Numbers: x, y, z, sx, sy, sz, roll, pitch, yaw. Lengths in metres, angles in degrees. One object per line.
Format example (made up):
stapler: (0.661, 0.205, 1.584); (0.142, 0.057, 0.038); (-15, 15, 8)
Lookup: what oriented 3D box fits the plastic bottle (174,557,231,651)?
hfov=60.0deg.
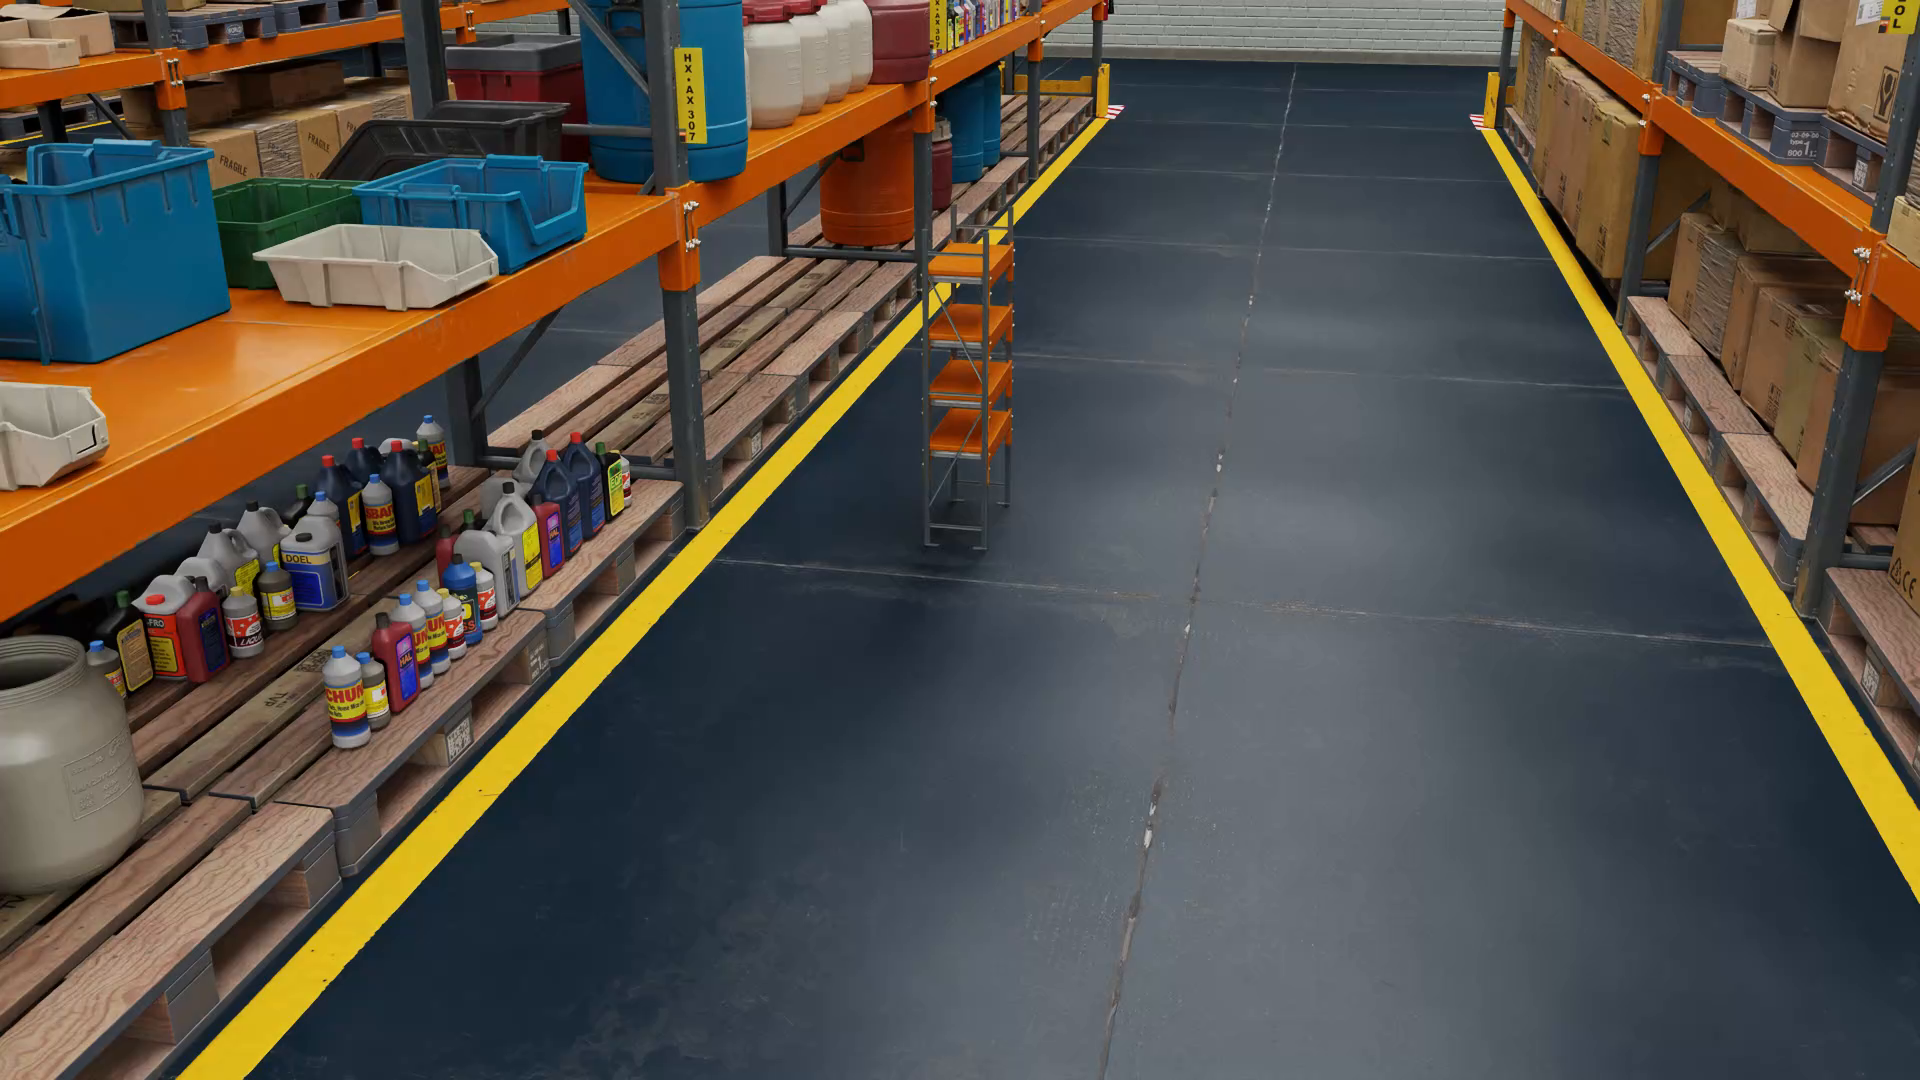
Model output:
plastic bottle: (-2.246, 0.198, 4.903); (0.152, 0.276, 0.135); (4, 22, 9)

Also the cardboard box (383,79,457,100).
cardboard box: (-4.518, -3.625, 14.096); (0.500, 0.500, 0.500); (4, 22, 11)

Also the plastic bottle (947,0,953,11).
plastic bottle: (-0.118, -3.579, 11.292); (0.144, 0.351, 0.185); (4, 22, 11)

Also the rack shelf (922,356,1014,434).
rack shelf: (0.034, -0.555, 6.305); (0.258, 0.148, 0.480); (4, 22, 11)

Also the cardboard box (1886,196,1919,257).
cardboard box: (3.028, -0.928, 4.979); (0.380, 0.149, 0.250); (4, 22, 11)

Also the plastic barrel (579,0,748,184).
plastic barrel: (-1.107, -1.829, 6.208); (0.600, 0.901, 0.708); (4, 22, 11)

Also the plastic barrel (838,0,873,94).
plastic barrel: (-0.667, -2.600, 8.645); (0.421, 0.512, 0.421); (0, 22, 0)

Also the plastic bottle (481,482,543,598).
plastic bottle: (-1.437, -0.008, 5.314); (0.144, 0.351, 0.185); (4, 22, 11)

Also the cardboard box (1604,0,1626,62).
cardboard box: (4.251, -3.181, 10.103); (0.500, 0.500, 0.500); (4, 22, 9)

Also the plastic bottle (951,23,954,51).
plastic bottle: (-0.089, -3.241, 10.651); (0.097, 0.201, 0.097); (0, 22, 0)

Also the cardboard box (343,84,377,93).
cardboard box: (-5.133, -3.473, 13.719); (0.500, 0.500, 0.500); (5, 22, 12)

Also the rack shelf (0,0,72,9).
rack shelf: (-9.140, -5.557, 17.099); (1.077, 0.370, 4.000); (4, 22, 11)

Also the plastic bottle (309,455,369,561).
plastic bottle: (-2.092, -0.121, 5.595); (0.144, 0.351, 0.185); (4, 22, 9)

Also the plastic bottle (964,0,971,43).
plastic bottle: (0.025, -3.477, 11.145); (0.097, 0.271, 0.097); (0, 22, 0)

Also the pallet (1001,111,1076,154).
pallet: (0.509, -3.830, 15.580); (1.003, 0.211, 1.213); (4, 22, 11)

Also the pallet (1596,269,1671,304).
pallet: (4.417, -1.552, 9.926); (1.003, 0.211, 1.213); (4, 22, 11)

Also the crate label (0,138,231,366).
crate label: (-2.188, -0.725, 4.092); (0.502, 0.435, 0.616); (4, 22, 11)

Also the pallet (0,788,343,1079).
pallet: (-2.158, 0.950, 3.711); (1.003, 0.211, 1.213); (4, 22, 11)

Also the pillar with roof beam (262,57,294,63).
pillar with roof beam: (-4.814, -10.130, 19.460); (9.100, 9.000, 0.400); (4, 22, 11)

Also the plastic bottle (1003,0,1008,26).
plastic bottle: (0.283, -4.020, 12.385); (0.144, 0.351, 0.185); (4, 22, 11)

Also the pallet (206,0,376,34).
pallet: (-5.122, -3.942, 12.384); (1.003, 0.211, 1.213); (4, 22, 11)

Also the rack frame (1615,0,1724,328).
rack frame: (4.183, -2.563, 8.703); (1.000, 3.000, 0.127); (4, 22, 11)

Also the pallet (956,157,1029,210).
pallet: (-0.048, -2.831, 13.101); (1.003, 0.211, 1.213); (4, 22, 11)

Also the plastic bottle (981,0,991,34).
plastic bottle: (0.134, -3.725, 11.754); (0.152, 0.276, 0.135); (4, 22, 11)

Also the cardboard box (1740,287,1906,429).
cardboard box: (3.742, -0.746, 6.947); (0.700, 0.500, 0.500); (3, 22, 6)

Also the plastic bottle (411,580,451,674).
plastic bottle: (-1.533, 0.245, 4.793); (0.097, 0.271, 0.097); (0, 22, 0)

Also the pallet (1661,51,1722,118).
pallet: (4.142, -2.206, 8.072); (1.213, 0.211, 1.003); (4, 22, 11)

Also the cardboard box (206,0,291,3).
cardboard box: (-5.123, -4.120, 11.872); (0.700, 0.500, 0.500); (9, 24, 21)

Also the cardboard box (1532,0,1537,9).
cardboard box: (5.002, -4.516, 13.888); (0.380, 0.149, 0.250); (4, 22, 10)

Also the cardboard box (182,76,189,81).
cardboard box: (-8.879, -5.211, 18.060); (0.700, 0.500, 0.500); (4, 22, 11)

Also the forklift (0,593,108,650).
forklift: (-3.443, -0.950, 4.789); (1.130, 2.935, 3.031); (5, 22, 12)

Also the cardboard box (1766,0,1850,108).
cardboard box: (3.630, -1.984, 6.565); (0.797, 0.503, 0.637); (7, 23, 16)

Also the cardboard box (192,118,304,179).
cardboard box: (-5.040, -2.701, 11.802); (0.500, 0.500, 0.500); (4, 22, 9)

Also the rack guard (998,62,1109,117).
rack guard: (0.959, -4.717, 17.396); (1.175, 0.500, 0.348); (4, 22, 11)

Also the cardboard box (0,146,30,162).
cardboard box: (-5.909, -2.330, 10.492); (0.500, 0.311, 0.500); (5, 23, 13)

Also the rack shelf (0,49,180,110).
rack shelf: (-5.923, -2.255, 8.900); (1.077, 0.370, 4.000); (4, 22, 11)

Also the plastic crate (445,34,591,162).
plastic crate: (-1.683, -1.708, 6.494); (0.402, 0.464, 0.583); (4, 22, 11)

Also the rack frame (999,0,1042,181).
rack frame: (0.150, -4.404, 13.273); (1.000, 3.000, 0.127); (4, 22, 11)

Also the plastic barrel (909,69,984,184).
plastic barrel: (-0.122, -3.169, 12.453); (0.600, 0.901, 0.708); (4, 22, 11)

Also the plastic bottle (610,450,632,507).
plastic bottle: (-1.251, -0.228, 6.060); (0.097, 0.201, 0.097); (0, 22, 0)

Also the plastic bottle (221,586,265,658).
plastic bottle: (-2.120, 0.236, 4.910); (0.097, 0.201, 0.097); (0, 22, 0)

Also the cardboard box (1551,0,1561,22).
cardboard box: (4.740, -4.046, 12.721); (0.380, 0.149, 0.250); (5, 22, 11)

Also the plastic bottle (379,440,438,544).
plastic bottle: (-1.912, -0.179, 5.739); (0.144, 0.351, 0.185); (4, 22, 11)

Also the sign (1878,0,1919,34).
sign: (2.822, -1.678, 4.956); (0.100, 0.325, 0.005); (4, 22, 11)

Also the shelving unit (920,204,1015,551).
shelving unit: (0.034, -0.617, 6.280); (0.258, 1.200, 0.503); (4, 22, 11)

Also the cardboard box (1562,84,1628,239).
cardboard box: (4.533, -2.349, 10.452); (1.225, 0.875, 0.875); (5, 22, 11)
